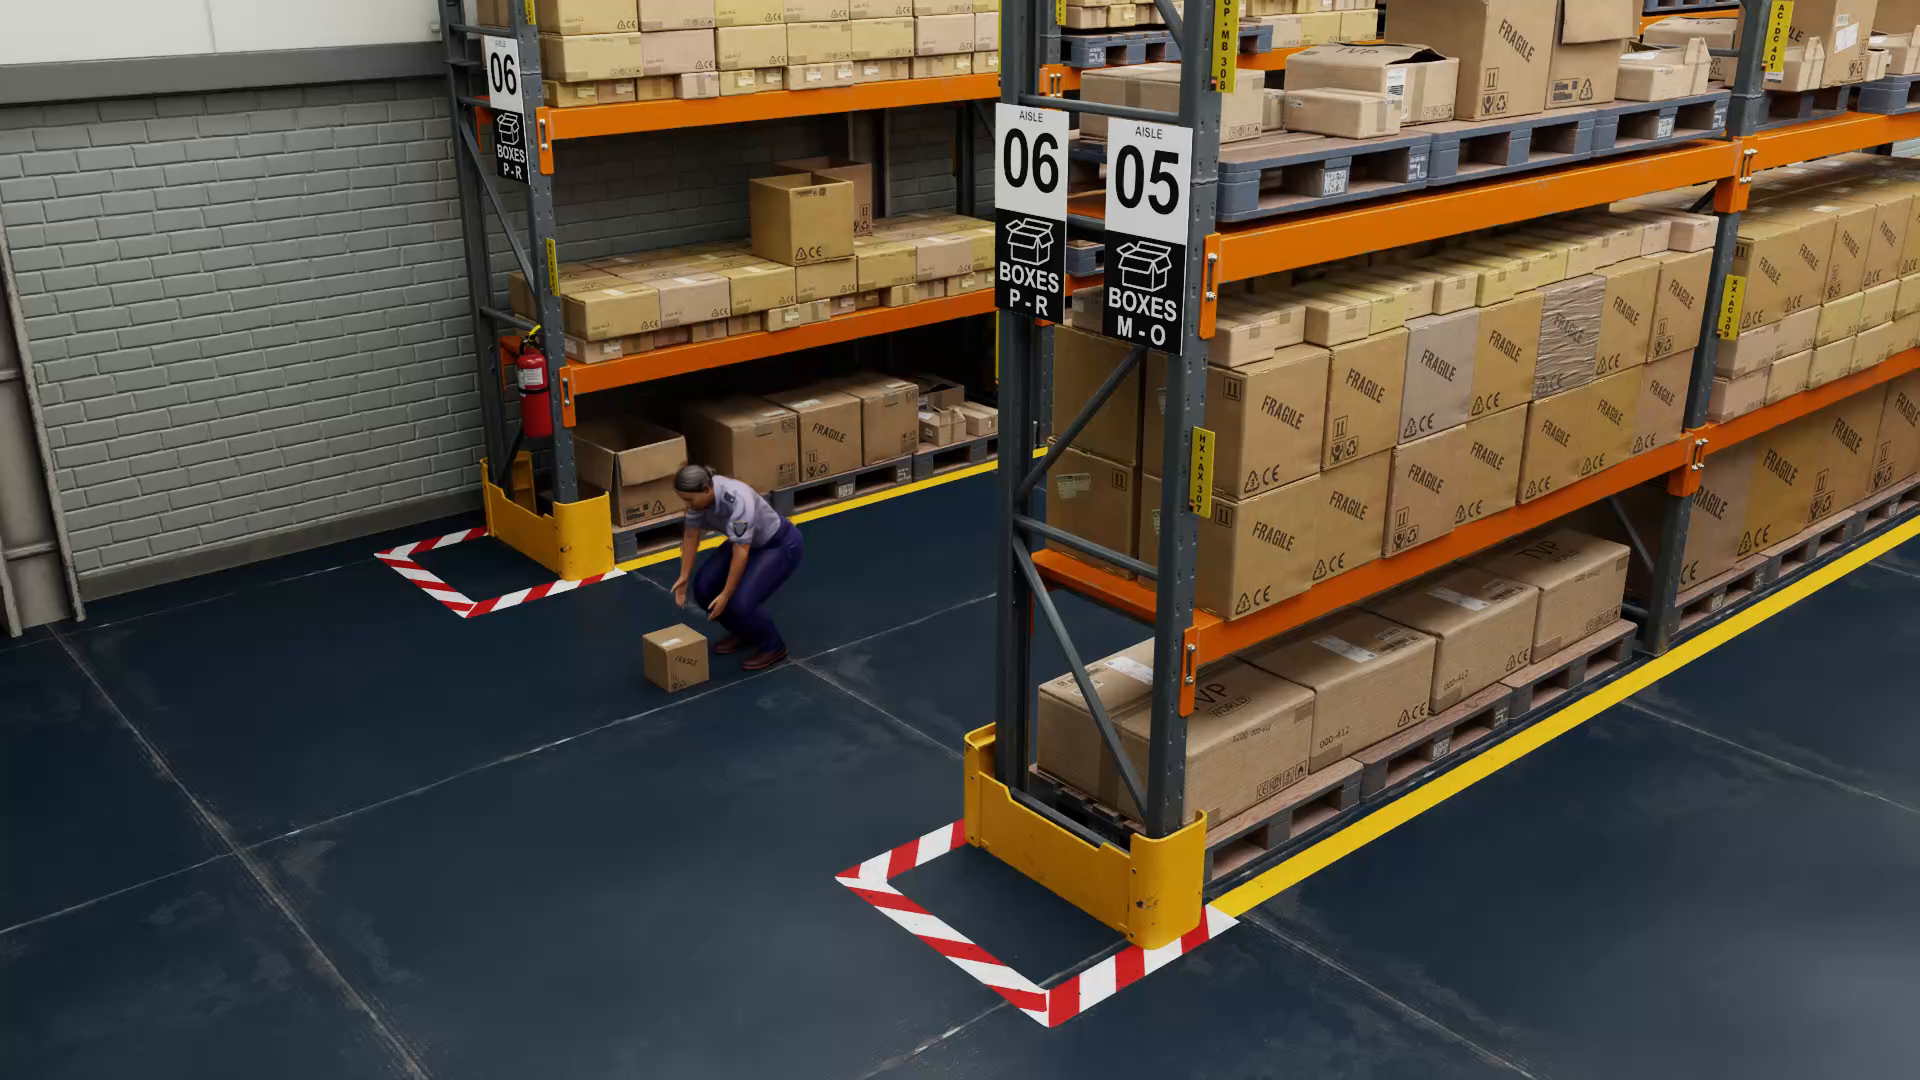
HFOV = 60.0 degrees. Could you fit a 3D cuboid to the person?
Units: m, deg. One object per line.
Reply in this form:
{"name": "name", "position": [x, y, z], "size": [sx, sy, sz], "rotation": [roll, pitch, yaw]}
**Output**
{"name": "person", "position": [-1.187, 0.105, 8.967], "size": [0.742, 1.198, 0.539], "rotation": [-17, 27, -37]}
